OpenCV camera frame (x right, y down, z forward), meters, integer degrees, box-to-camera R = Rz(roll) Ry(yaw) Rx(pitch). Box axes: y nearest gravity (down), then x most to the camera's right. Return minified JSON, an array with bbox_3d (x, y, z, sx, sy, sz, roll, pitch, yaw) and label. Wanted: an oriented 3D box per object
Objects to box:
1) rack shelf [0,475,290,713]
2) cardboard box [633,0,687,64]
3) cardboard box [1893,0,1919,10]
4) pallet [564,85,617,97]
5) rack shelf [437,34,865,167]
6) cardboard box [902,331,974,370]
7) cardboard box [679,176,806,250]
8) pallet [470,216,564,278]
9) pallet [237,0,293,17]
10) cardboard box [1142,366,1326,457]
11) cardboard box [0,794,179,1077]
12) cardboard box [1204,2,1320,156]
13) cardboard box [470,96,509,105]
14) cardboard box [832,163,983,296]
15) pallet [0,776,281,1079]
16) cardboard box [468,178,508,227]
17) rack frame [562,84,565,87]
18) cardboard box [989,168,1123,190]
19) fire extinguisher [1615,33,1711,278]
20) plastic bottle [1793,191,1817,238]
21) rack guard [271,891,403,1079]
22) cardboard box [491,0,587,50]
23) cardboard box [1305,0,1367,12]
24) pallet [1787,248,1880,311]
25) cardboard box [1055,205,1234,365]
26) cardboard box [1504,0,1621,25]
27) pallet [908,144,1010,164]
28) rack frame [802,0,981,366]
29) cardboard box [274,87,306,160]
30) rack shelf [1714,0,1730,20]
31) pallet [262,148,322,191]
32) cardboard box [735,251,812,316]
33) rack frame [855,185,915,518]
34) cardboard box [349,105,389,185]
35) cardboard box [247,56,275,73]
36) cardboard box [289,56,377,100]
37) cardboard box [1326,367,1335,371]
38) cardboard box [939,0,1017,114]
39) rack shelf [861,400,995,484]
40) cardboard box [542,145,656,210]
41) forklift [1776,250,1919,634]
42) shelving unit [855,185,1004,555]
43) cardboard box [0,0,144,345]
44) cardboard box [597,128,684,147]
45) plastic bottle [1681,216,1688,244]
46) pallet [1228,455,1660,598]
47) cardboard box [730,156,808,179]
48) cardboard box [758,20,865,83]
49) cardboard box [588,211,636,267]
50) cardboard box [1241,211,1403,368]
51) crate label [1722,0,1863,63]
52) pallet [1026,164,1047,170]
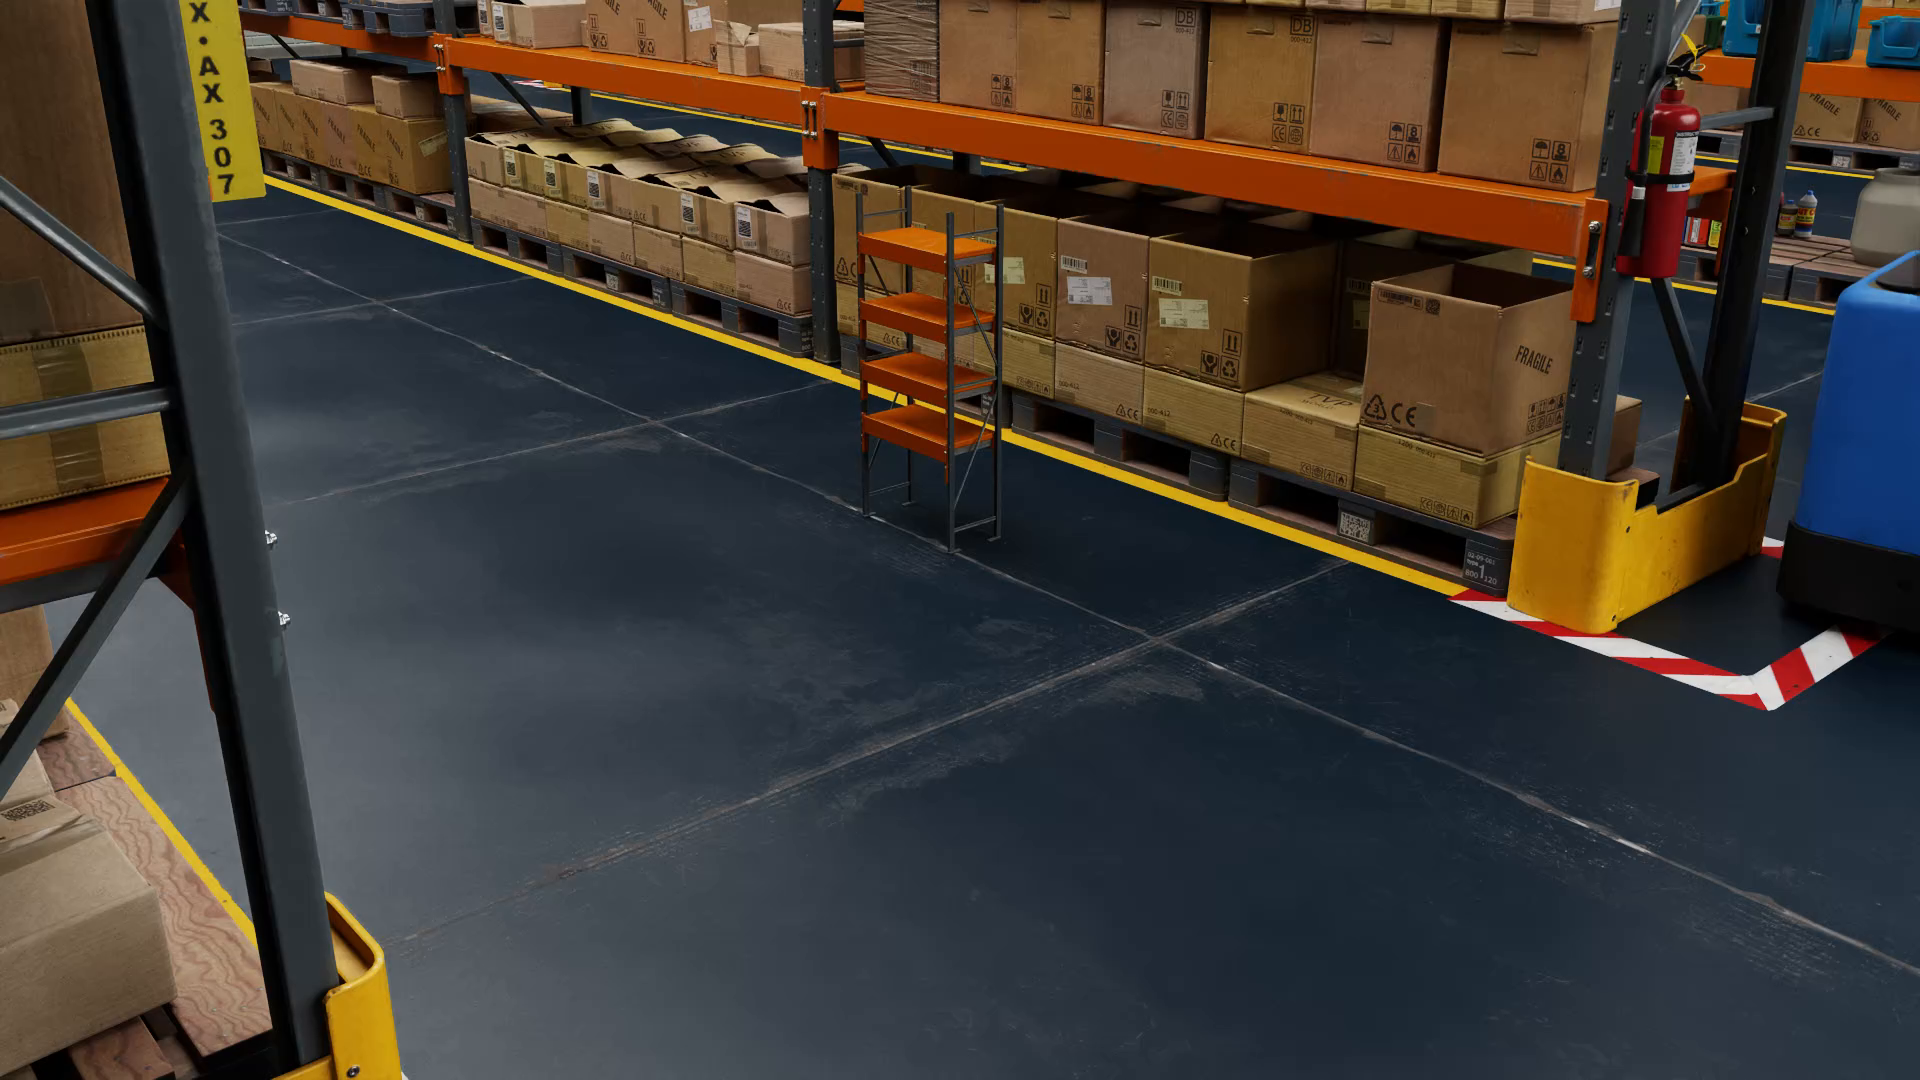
[{"bbox_3d":[-2.754,-0.320,3.675,1.077,0.370,4.000,-17,27,-37],"label":"rack shelf"},{"bbox_3d":[-1.469,-2.935,9.227,0.500,0.500,0.500,-17,27,-37],"label":"cardboard box"},{"bbox_3d":[7.618,-4.296,13.184,0.380,0.149,0.250,-17,27,-37],"label":"cardboard box"},{"bbox_3d":[-3.878,-5.346,19.344,1.003,0.211,1.213,-17,27,-37],"label":"pallet"},{"bbox_3d":[-1.615,-2.606,9.510,1.077,0.370,4.000,-17,27,-37],"label":"rack shelf"},{"bbox_3d":[0.086,-0.964,7.526,0.500,0.250,0.500,-17,27,-37],"label":"cardboard box"},{"bbox_3d":[-1.135,-1.750,8.766,0.500,0.311,0.500,-17,27,-36],"label":"cardboard box"},{"bbox_3d":[-2.412,-1.958,10.694,1.003,0.211,1.213,-17,27,-37],"label":"pallet"},{"bbox_3d":[-5.092,-4.262,13.017,1.003,0.211,1.213,-17,27,-37],"label":"pallet"},{"bbox_3d":[1.065,-0.549,6.467,0.500,0.250,0.500,-17,27,-37],"label":"cardboard box"},{"bbox_3d":[-1.832,0.732,3.086,0.500,0.311,0.500,19,28,39],"label":"cardboard box"},{"bbox_3d":[1.341,-1.744,6.187,0.700,0.500,0.500,-17,27,-37],"label":"cardboard box"},{"bbox_3d":[-3.670,-3.011,12.383,0.500,0.500,0.500,-18,28,-38],"label":"cardboard box"},{"bbox_3d":[-0.244,-1.450,7.739,0.500,0.500,0.500,-17,27,-37],"label":"cardboard box"},{"bbox_3d":[-2.002,0.942,3.290,1.003,0.211,1.213,-17,27,-37],"label":"pallet"},{"bbox_3d":[-2.801,-2.194,10.667,0.500,0.250,0.500,-18,27,-38],"label":"cardboard box"},{"bbox_3d":[-4.387,-6.882,19.441,1.000,3.000,0.127,-17,27,-37],"label":"rack frame"},{"bbox_3d":[0.477,-1.436,7.702,0.500,0.500,0.500,-17,27,-37],"label":"cardboard box"},{"bbox_3d":[2.027,-1.104,4.795,0.296,0.674,0.183,-17,27,-37],"label":"fire extinguisher"},{"bbox_3d":[5.109,-1.971,10.040,0.097,0.271,0.097,0,21,0],"label":"plastic bottle"},{"bbox_3d":[-1.498,1.040,2.643,1.175,0.500,0.348,-17,27,-37],"label":"rack guard"},{"bbox_3d":[-2.483,-3.159,10.058,0.500,0.311,0.500,-18,28,-38],"label":"cardboard box"},{"bbox_3d":[1.407,-1.904,5.707,0.380,0.149,0.250,-17,27,-37],"label":"cardboard box"},{"bbox_3d":[5.445,-1.398,9.265,1.003,0.211,1.213,-17,27,-37],"label":"pallet"},{"bbox_3d":[0.737,-1.036,6.682,0.500,0.500,0.500,-17,27,-37],"label":"cardboard box"},{"bbox_3d":[1.908,-1.692,5.164,0.380,0.149,0.250,-18,28,-38],"label":"cardboard box"},{"bbox_3d":[0.289,-3.581,14.837,1.003,0.211,1.213,-17,27,-37],"label":"pallet"},{"bbox_3d":[-0.309,-2.388,7.968,1.000,3.000,0.127,-17,27,-37],"label":"rack frame"},{"bbox_3d":[-5.043,-3.303,13.128,0.500,0.500,0.500,-17,27,-37],"label":"cardboard box"},{"bbox_3d":[5.893,-4.963,15.529,1.077,0.370,4.000,-17,27,-37],"label":"rack shelf"},{"bbox_3d":[-4.972,-3.084,13.569,1.003,0.211,1.213,-17,27,-37],"label":"pallet"},{"bbox_3d":[-0.799,-1.349,8.510,0.500,0.250,0.500,-18,28,-38],"label":"cardboard box"},{"bbox_3d":[-0.267,-0.672,6.054,0.240,1.200,0.015,-17,27,-37],"label":"rack frame"},{"bbox_3d":[-4.046,-2.880,12.048,0.500,0.500,0.500,-19,28,-39],"label":"cardboard box"},{"bbox_3d":[-6.761,-4.159,15.309,0.797,0.503,0.637,-17,27,-37],"label":"cardboard box"},{"bbox_3d":[-4.747,-3.521,12.656,0.500,0.250,0.500,-17,27,-37],"label":"cardboard box"},{"bbox_3d":[1.465,-0.675,6.789,0.500,0.250,0.500,-17,27,-37],"label":"cardboard box"},{"bbox_3d":[0.334,-2.169,7.273,0.700,0.500,0.500,-18,28,-38],"label":"cardboard box"},{"bbox_3d":[-0.108,-0.357,5.979,0.258,0.148,0.480,-17,27,-37],"label":"rack shelf"},{"bbox_3d":[-2.120,-2.170,9.838,0.500,0.311,0.500,-18,28,-39],"label":"cardboard box"},{"bbox_3d":[3.984,-1.404,5.550,1.130,2.935,3.031,18,28,38],"label":"forklift"},{"bbox_3d":[-0.108,-0.604,5.882,0.258,1.200,0.503,-17,27,-37],"label":"shelving unit"},{"bbox_3d":[-1.532,-0.595,2.540,0.500,0.500,0.500,-17,27,-37],"label":"cardboard box"},{"bbox_3d":[-2.048,-2.442,10.530,0.500,0.311,0.500,-18,28,-38],"label":"cardboard box"},{"bbox_3d":[4.292,-1.915,9.893,0.152,0.276,0.135,-18,28,-39],"label":"plastic bottle"},{"bbox_3d":[1.771,-0.186,6.169,1.003,0.211,1.213,-17,27,-37],"label":"pallet"},{"bbox_3d":[-1.052,-2.020,9.455,0.500,0.311,0.500,-19,28,-39],"label":"cardboard box"},{"bbox_3d":[-0.664,-2.444,8.317,0.500,0.250,0.500,-15,26,-34],"label":"cardboard box"},{"bbox_3d":[-1.794,-1.771,9.588,0.500,0.250,0.500,-17,27,-36],"label":"cardboard box"},{"bbox_3d":[1.456,-1.021,6.645,0.500,0.500,0.500,-17,27,-37],"label":"cardboard box"},{"bbox_3d":[4.651,-2.922,9.282,0.502,0.435,0.616,-17,27,-37],"label":"crate label"},{"bbox_3d":[1.311,-3.150,13.736,1.003,0.211,1.213,-17,27,-37],"label":"pallet"}]
